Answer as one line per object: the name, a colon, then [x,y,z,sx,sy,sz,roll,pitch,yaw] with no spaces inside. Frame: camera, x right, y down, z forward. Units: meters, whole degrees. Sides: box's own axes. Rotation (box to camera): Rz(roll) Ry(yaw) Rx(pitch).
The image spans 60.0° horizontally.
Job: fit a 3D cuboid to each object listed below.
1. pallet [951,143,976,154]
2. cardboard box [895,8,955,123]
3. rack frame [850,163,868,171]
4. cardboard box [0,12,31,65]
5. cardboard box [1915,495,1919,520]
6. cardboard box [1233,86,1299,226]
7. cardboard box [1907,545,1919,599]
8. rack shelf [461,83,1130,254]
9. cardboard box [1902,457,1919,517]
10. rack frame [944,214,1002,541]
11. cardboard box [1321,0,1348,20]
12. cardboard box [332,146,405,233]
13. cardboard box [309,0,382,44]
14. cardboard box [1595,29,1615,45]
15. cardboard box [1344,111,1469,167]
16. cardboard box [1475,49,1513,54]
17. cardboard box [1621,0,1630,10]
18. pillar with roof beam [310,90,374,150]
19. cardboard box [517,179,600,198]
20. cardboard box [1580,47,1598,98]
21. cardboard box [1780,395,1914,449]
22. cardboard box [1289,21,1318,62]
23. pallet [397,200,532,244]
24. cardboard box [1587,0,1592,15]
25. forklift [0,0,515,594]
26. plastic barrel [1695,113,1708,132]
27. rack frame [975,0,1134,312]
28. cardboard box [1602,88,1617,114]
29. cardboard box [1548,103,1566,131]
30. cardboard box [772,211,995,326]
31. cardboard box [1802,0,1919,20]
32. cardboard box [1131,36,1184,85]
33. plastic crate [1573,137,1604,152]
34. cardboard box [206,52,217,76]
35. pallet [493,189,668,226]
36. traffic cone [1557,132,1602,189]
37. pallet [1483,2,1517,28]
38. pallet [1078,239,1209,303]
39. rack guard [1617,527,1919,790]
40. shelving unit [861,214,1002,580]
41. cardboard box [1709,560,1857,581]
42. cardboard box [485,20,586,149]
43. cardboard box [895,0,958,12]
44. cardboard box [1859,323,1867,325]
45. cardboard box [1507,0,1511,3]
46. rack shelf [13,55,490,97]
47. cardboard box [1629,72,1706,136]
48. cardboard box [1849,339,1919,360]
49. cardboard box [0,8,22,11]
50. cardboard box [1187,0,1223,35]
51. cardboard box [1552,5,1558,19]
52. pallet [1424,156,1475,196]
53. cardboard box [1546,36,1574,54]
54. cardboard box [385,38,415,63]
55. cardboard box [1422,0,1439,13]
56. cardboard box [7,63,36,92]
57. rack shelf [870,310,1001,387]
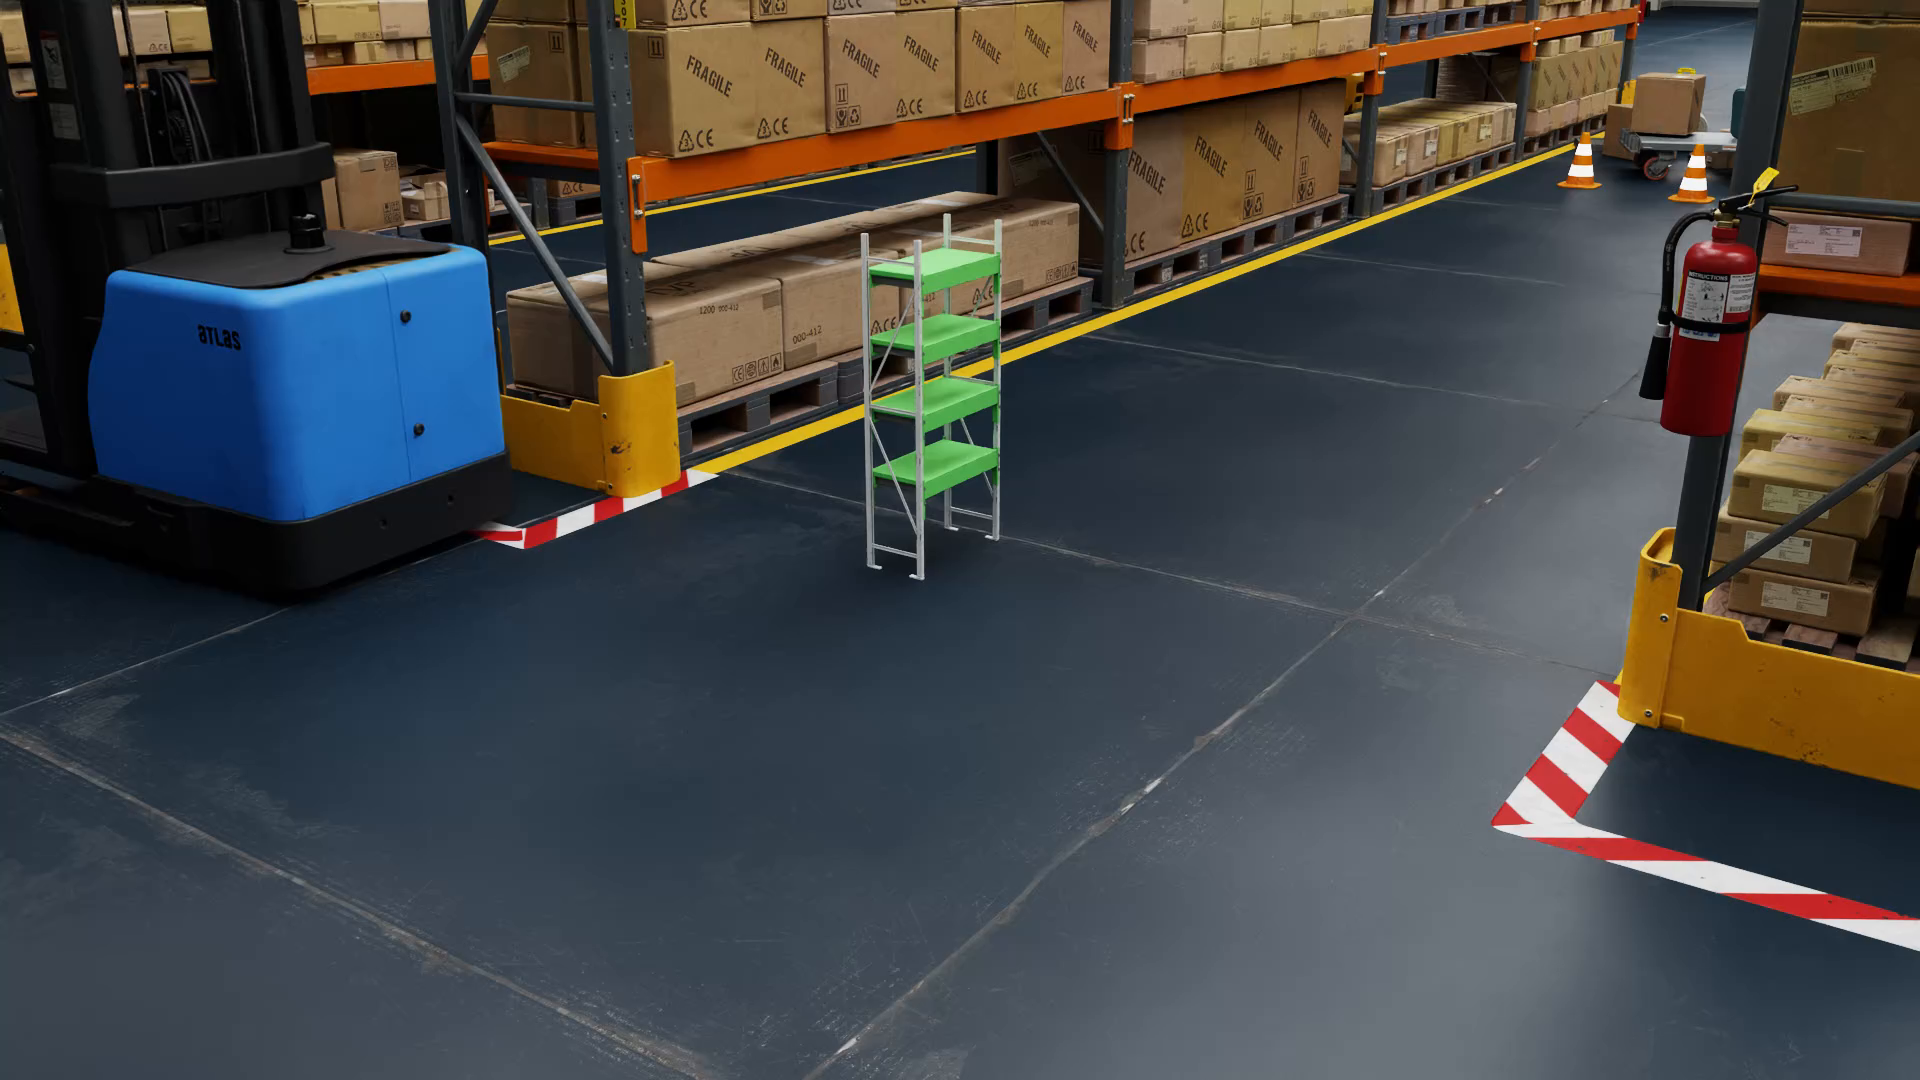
pallet: [-0.137,-4.269,17.501,1.003,0.211,1.213,13,24,32]
cardboard box: [-0.371,-2.306,8.030,0.500,0.500,0.500,14,25,34]
rack frame: [-1.318,-4.999,15.457,1.000,3.000,0.127,13,24,32]
cardboard box: [-5.337,-2.851,9.436,0.500,0.250,0.500,13,24,32]
cardboard box: [3.074,-0.126,4.929,0.380,0.149,0.250,14,24,33]
cardboard box: [1.827,-2.796,11.957,0.875,0.875,0.875,14,24,32]
cardboard box: [2.950,0.100,4.747,0.380,0.149,0.250,14,25,34]
rack shelf: [-0.584,-1.973,8.313,1.077,0.370,4.000,13,24,32]
cardboard box: [3.030,-0.214,5.594,0.380,0.149,0.250,13,24,31]
rack frame: [0.044,-0.585,6.118,0.240,1.200,0.015,13,24,32]
cardboard box: [2.442,-3.860,11.873,0.500,0.250,0.500,13,24,30]
cardboard box: [-4.297,-2.421,11.484,0.700,0.500,0.500,12,24,30]
cardboard box: [-4.212,-3.440,11.029,0.500,0.250,0.500,13,24,31]
cardboard box: [6.901,-5.492,18.131,0.380,0.149,0.250,14,25,33]
cardboard box: [3.954,-3.587,14.821,0.950,0.372,0.625,14,25,34]
cardboard box: [5.433,-4.808,17.215,0.500,0.500,0.500,14,24,33]
cardboard box: [7.202,-5.967,18.434,0.380,0.149,0.250,13,24,31]
pillar with roof beam: [-1.143,-5.802,8.979,9.100,9.000,0.400,13,24,32]
cardboard box: [-3.109,-2.971,12.971,0.500,0.500,0.500,15,25,34]
cardboard box: [6.472,-5.012,17.769,0.500,0.500,0.500,13,24,31]
cardboard box: [2.958,-0.363,5.569,0.380,0.149,0.250,12,24,30]
cardboard box: [2.149,-3.475,11.553,0.500,0.250,0.500,13,24,31]
pallet: [-3.953,-2.347,12.306,1.003,0.211,1.213,13,24,32]
cardboard box: [6.326,-5.533,17.262,0.380,0.149,0.250,13,24,32]
forklift: [-3.232,-1.552,6.237,3.031,2.935,1.130,12,23,29]
plastic barrel: [7.377,-4.232,17.095,0.421,0.421,0.512,-6,21,-15]
rack frame: [0.541,-2.885,9.740,1.000,3.000,0.127,13,24,32]
cardboard box: [7.041,-4.944,18.665,0.500,0.250,0.500,13,24,32]
cardboard box: [5.884,-4.359,17.085,0.500,0.250,0.500,15,25,35]
cardboard box: [-0.404,-1.464,8.986,0.875,0.438,0.875,12,24,30]
cardboard box: [2.494,-1.636,4.350,0.500,0.500,0.500,13,24,31]
cardboard box: [1.006,-2.889,9.968,0.500,0.250,0.500,13,24,31]
plastic crate: [6.599,-4.101,17.237,0.402,0.080,0.583,5,21,13]
cardboard box: [-4.638,-2.987,10.378,0.380,0.149,0.250,12,24,30]
pallet: [-3.141,-2.785,13.489,1.003,0.211,1.213,13,24,32]
traffic cone: [5.499,-3.361,14.686,0.336,0.463,0.334,13,24,32]
pallet: [4.488,-4.899,15.462,1.003,0.211,1.213,13,24,32]
pallet: [0.912,-1.813,10.862,1.003,0.211,1.213,13,24,32]
rack guard: [2.486,0.350,4.598,1.175,0.500,0.348,13,24,32]
shelving unit: [-0.093,-0.515,5.928,0.258,1.200,0.503,13,24,32]
cardboard box: [2.627,0.054,5.299,0.380,0.149,0.250,14,25,33]
cardboard box: [-1.656,-1.974,7.134,0.500,0.500,0.500,13,24,32]
cardboard box: [-0.355,-2.777,7.864,0.500,0.500,0.500,13,24,32]
cardboard box: [4.123,-0.961,7.187,0.380,0.149,0.250,15,25,34]
cardboard box: [4.814,-4.986,15.176,0.380,0.149,0.250,12,24,30]
rack shelf: [-4.691,-2.940,10.928,1.077,0.370,4.000,13,24,32]
cardboard box: [6.527,-4.024,15.332,0.500,0.500,0.500,13,24,32]
cardboard box: [3.598,-0.649,6.341,0.380,0.149,0.250,12,24,30]
cardboard box: [-5.485,-3.105,10.122,0.500,0.250,0.500,13,24,32]
cardboard box: [1.291,-3.275,10.291,0.500,0.250,0.500,14,24,33]
cardboard box: [5.703,-5.255,16.510,0.380,0.149,0.250,13,24,32]
pallet: [3.916,-3.297,14.874,1.003,0.211,1.213,13,24,32]
cardboard box: [6.000,-5.032,16.887,0.380,0.149,0.250,14,25,34]
cardboard box: [-3.961,-3.365,11.400,0.380,0.149,0.250,14,24,33]
cardboard box: [3.676,-4.388,13.559,0.380,0.149,0.250,13,24,32]
cardboard box: [-5.403,-2.627,9.405,0.380,0.149,0.250,13,24,31]
rack shelf: [-0.093,-0.680,5.867,0.258,0.148,0.480,13,24,32]
